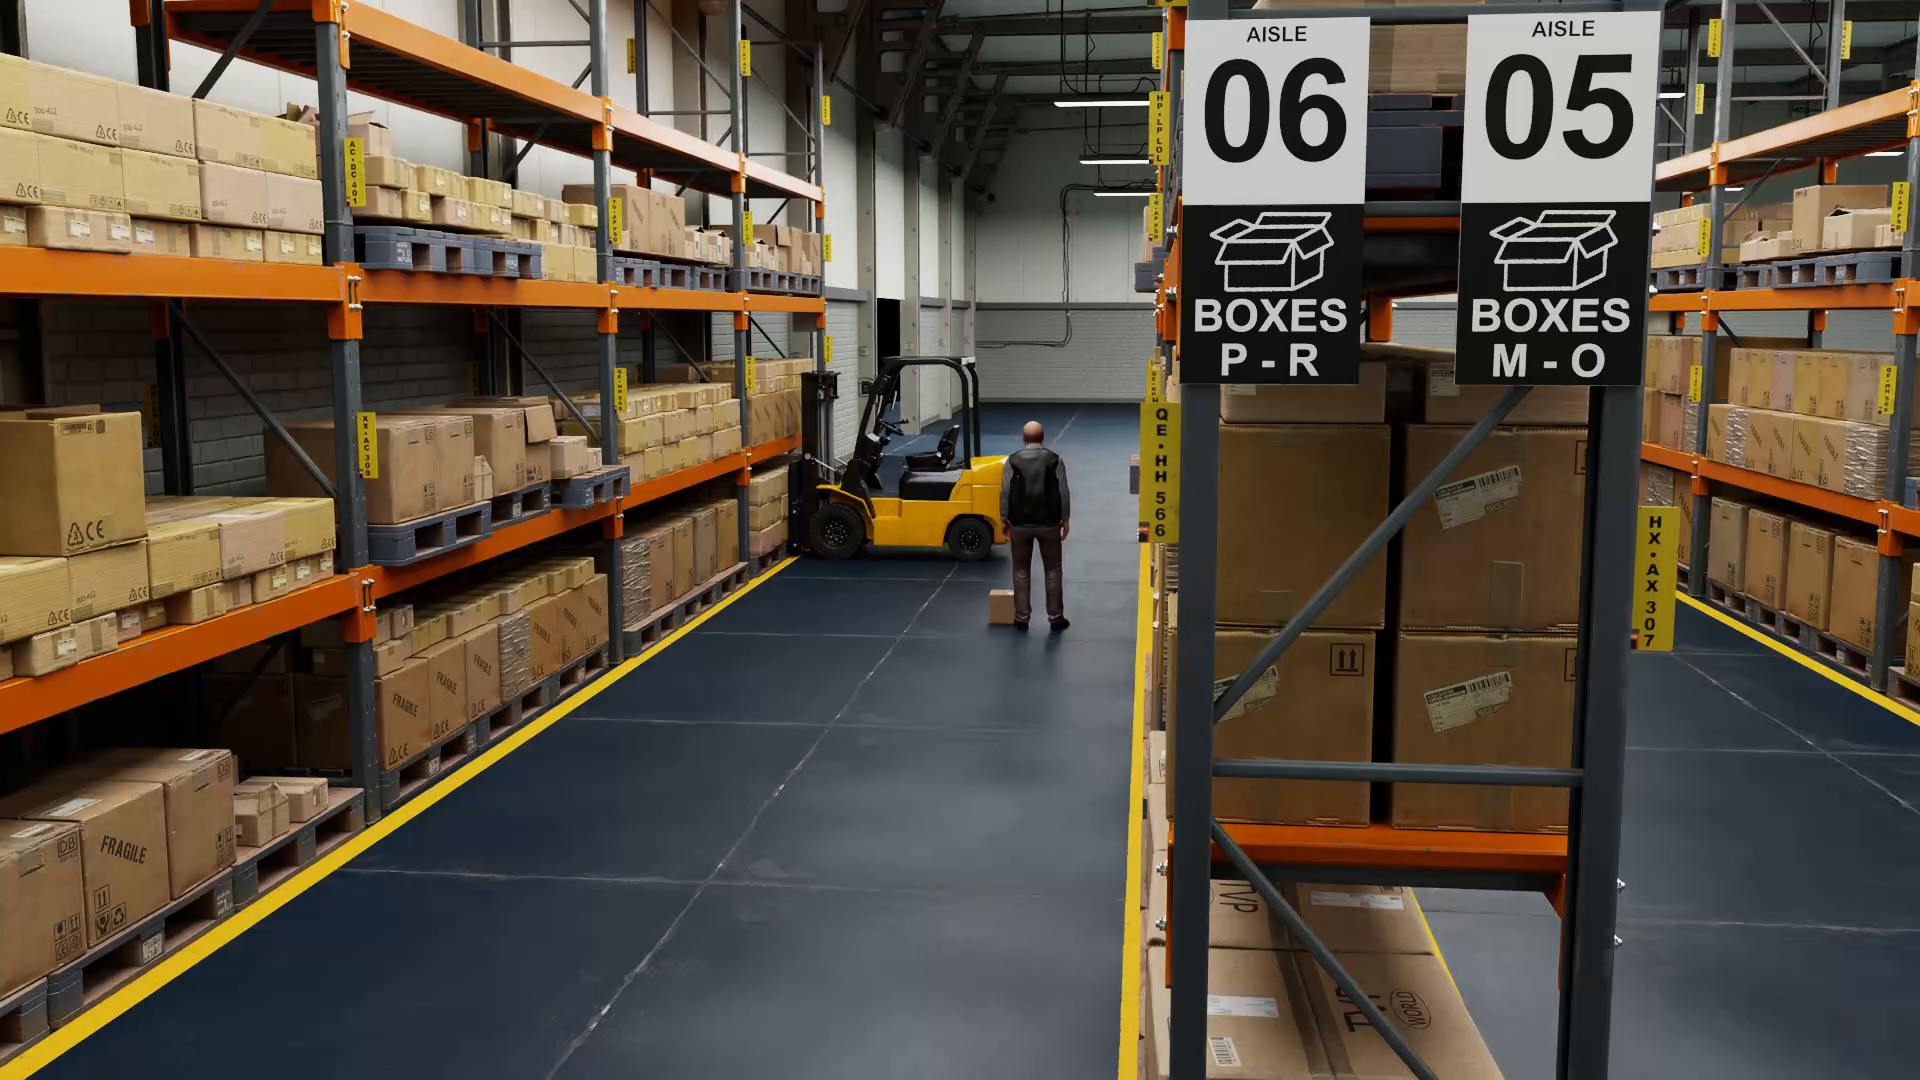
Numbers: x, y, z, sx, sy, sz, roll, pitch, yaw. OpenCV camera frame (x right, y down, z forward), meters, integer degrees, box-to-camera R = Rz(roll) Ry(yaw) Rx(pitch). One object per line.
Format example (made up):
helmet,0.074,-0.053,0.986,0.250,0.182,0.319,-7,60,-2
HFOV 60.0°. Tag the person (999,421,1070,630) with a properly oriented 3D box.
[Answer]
person,0.622,-0.120,13.787,0.594,1.722,0.412,0,8,3
